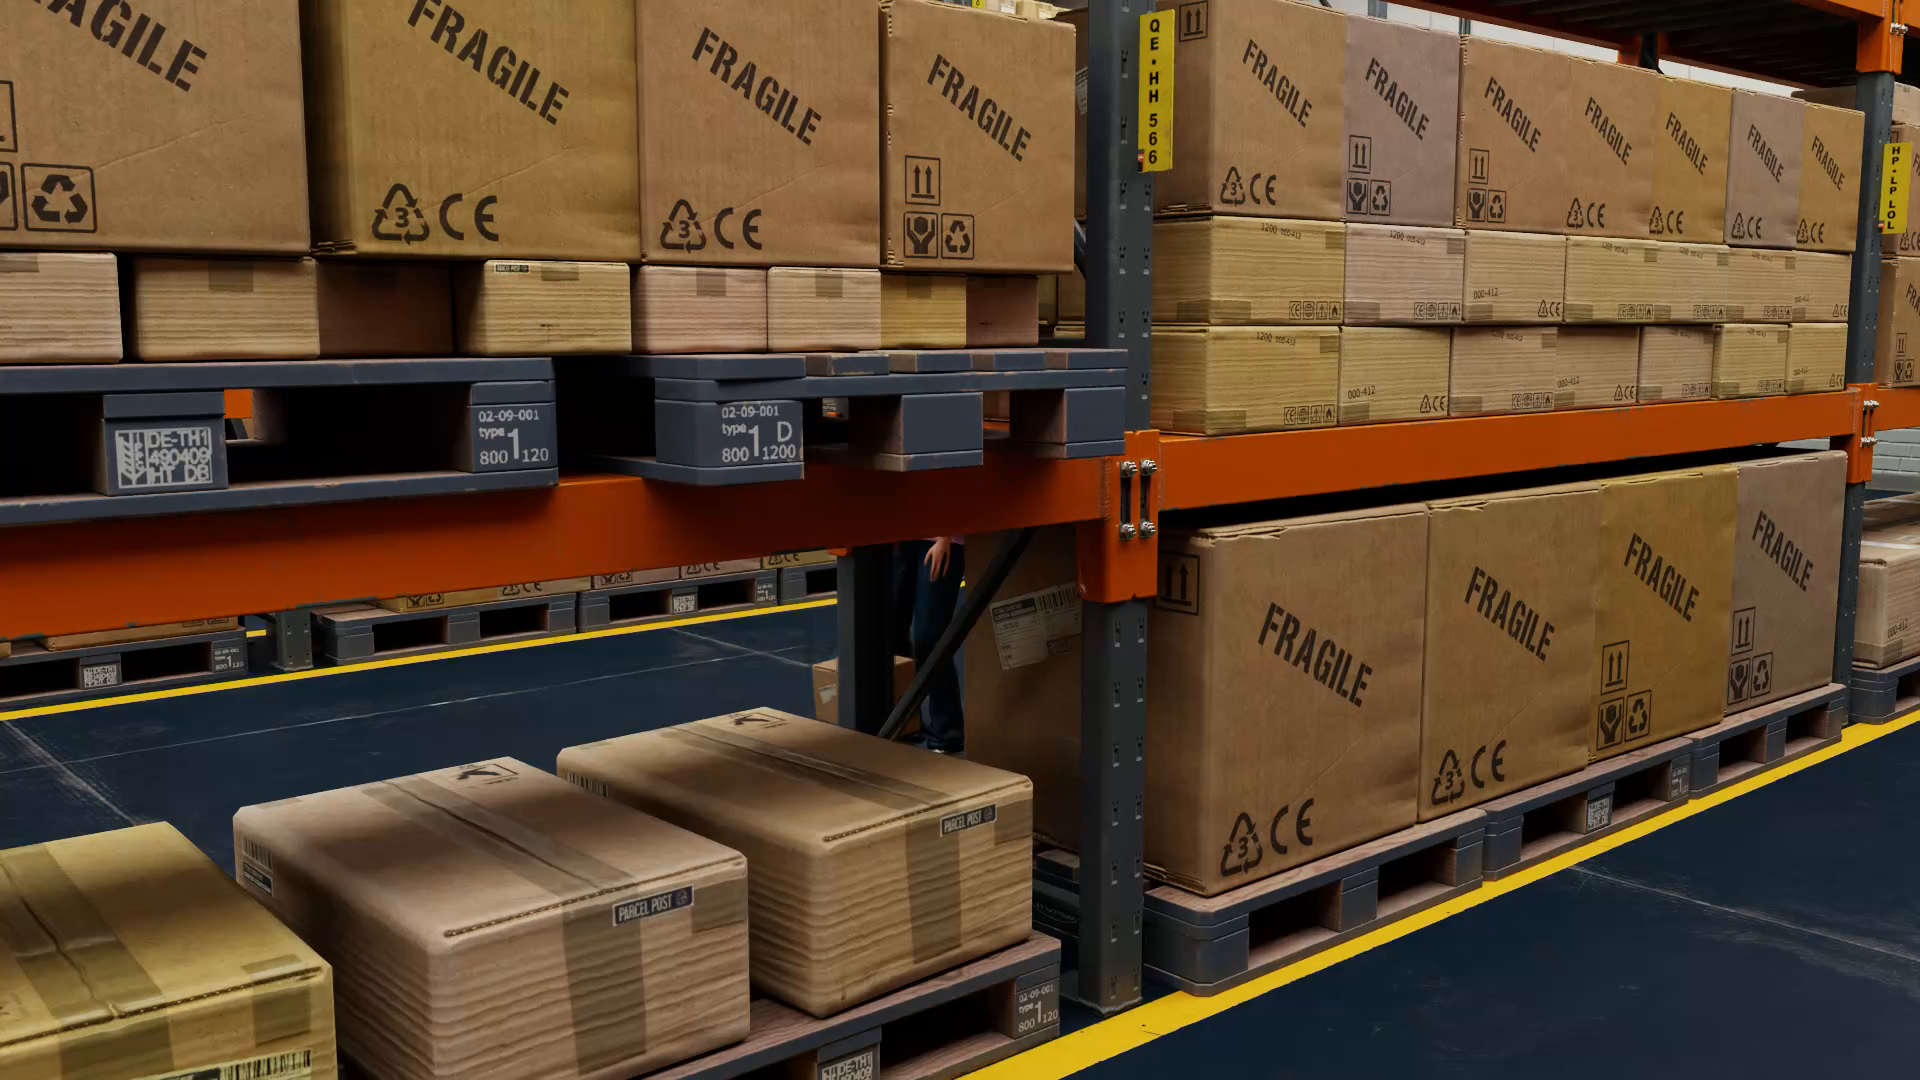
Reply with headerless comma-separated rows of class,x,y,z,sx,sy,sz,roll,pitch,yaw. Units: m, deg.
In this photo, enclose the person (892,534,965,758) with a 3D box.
person,-0.139,0.014,5.719,0.342,1.596,0.456,-7,10,-42
